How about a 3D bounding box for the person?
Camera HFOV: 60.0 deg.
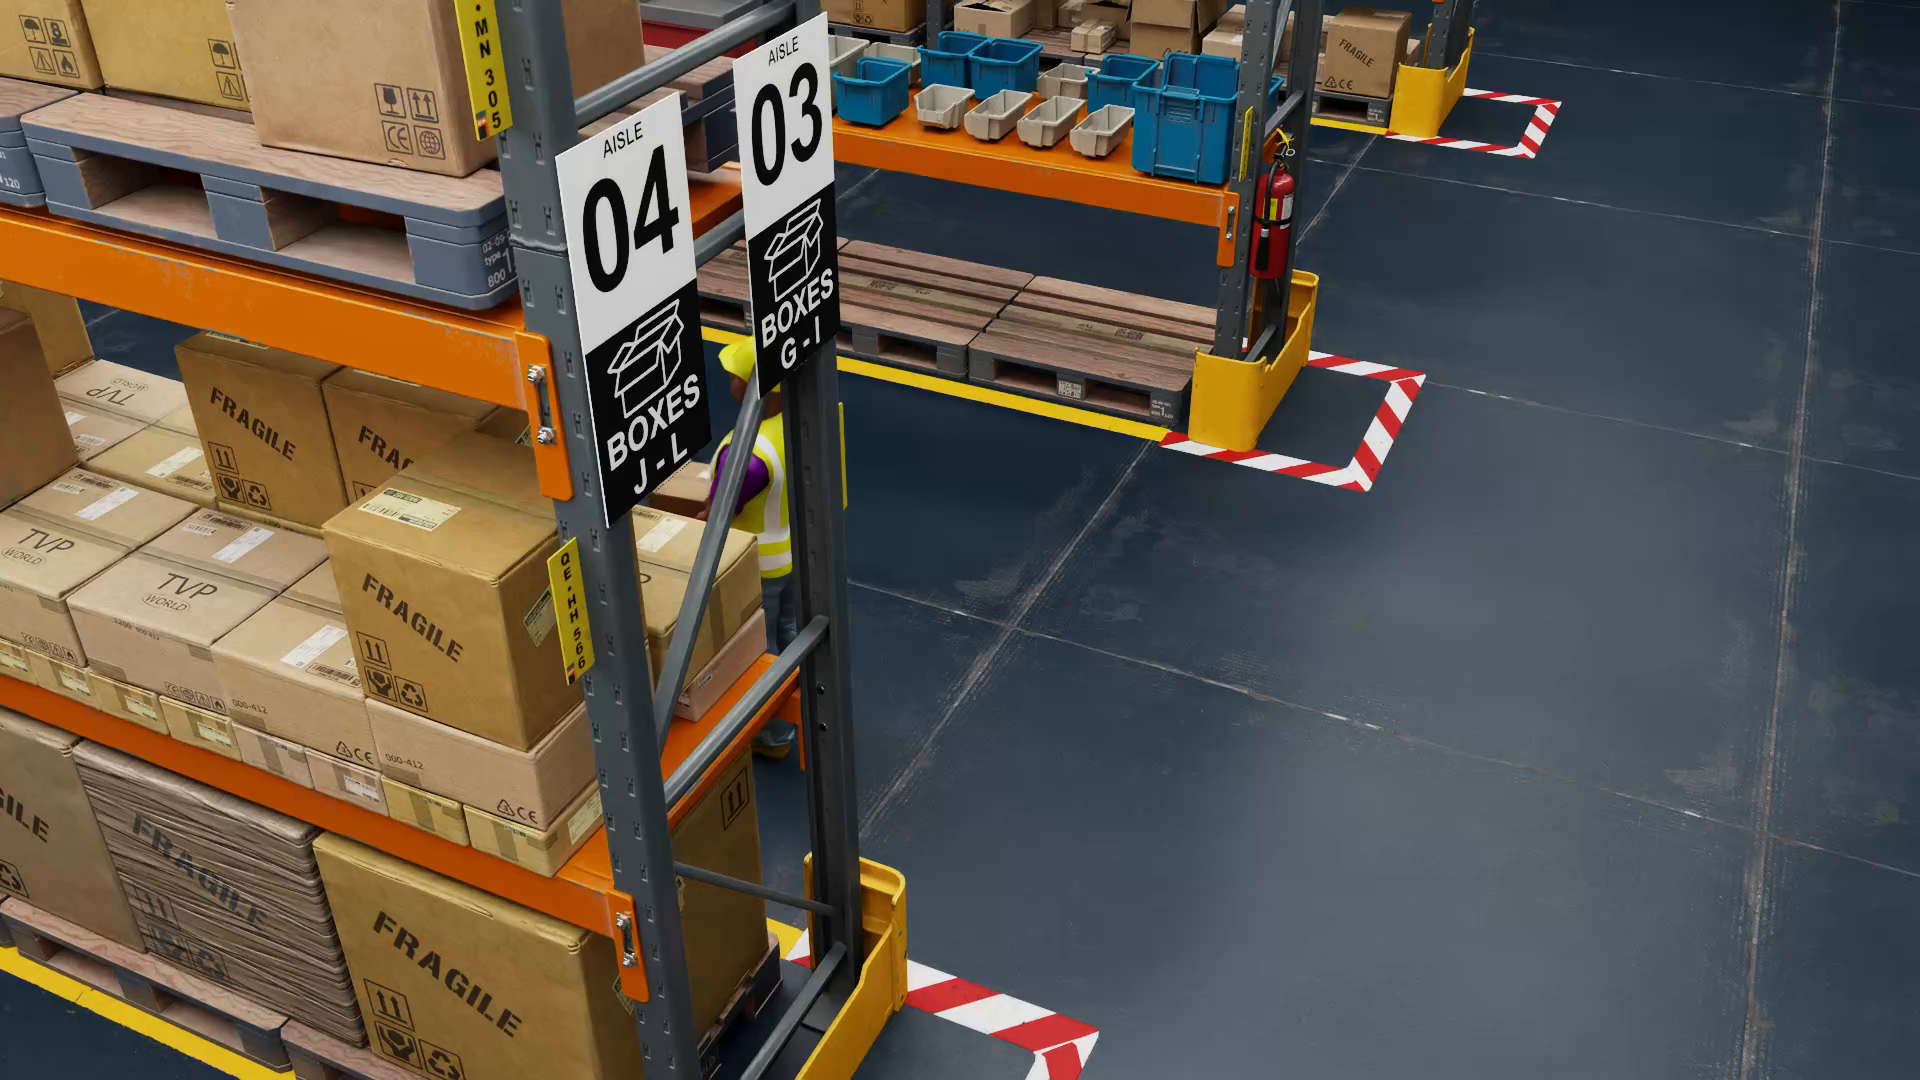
[{"bbox_3d":[-0.783,0.018,6.089,0.566,1.771,0.520,14,36,20],"label":"person"}]
